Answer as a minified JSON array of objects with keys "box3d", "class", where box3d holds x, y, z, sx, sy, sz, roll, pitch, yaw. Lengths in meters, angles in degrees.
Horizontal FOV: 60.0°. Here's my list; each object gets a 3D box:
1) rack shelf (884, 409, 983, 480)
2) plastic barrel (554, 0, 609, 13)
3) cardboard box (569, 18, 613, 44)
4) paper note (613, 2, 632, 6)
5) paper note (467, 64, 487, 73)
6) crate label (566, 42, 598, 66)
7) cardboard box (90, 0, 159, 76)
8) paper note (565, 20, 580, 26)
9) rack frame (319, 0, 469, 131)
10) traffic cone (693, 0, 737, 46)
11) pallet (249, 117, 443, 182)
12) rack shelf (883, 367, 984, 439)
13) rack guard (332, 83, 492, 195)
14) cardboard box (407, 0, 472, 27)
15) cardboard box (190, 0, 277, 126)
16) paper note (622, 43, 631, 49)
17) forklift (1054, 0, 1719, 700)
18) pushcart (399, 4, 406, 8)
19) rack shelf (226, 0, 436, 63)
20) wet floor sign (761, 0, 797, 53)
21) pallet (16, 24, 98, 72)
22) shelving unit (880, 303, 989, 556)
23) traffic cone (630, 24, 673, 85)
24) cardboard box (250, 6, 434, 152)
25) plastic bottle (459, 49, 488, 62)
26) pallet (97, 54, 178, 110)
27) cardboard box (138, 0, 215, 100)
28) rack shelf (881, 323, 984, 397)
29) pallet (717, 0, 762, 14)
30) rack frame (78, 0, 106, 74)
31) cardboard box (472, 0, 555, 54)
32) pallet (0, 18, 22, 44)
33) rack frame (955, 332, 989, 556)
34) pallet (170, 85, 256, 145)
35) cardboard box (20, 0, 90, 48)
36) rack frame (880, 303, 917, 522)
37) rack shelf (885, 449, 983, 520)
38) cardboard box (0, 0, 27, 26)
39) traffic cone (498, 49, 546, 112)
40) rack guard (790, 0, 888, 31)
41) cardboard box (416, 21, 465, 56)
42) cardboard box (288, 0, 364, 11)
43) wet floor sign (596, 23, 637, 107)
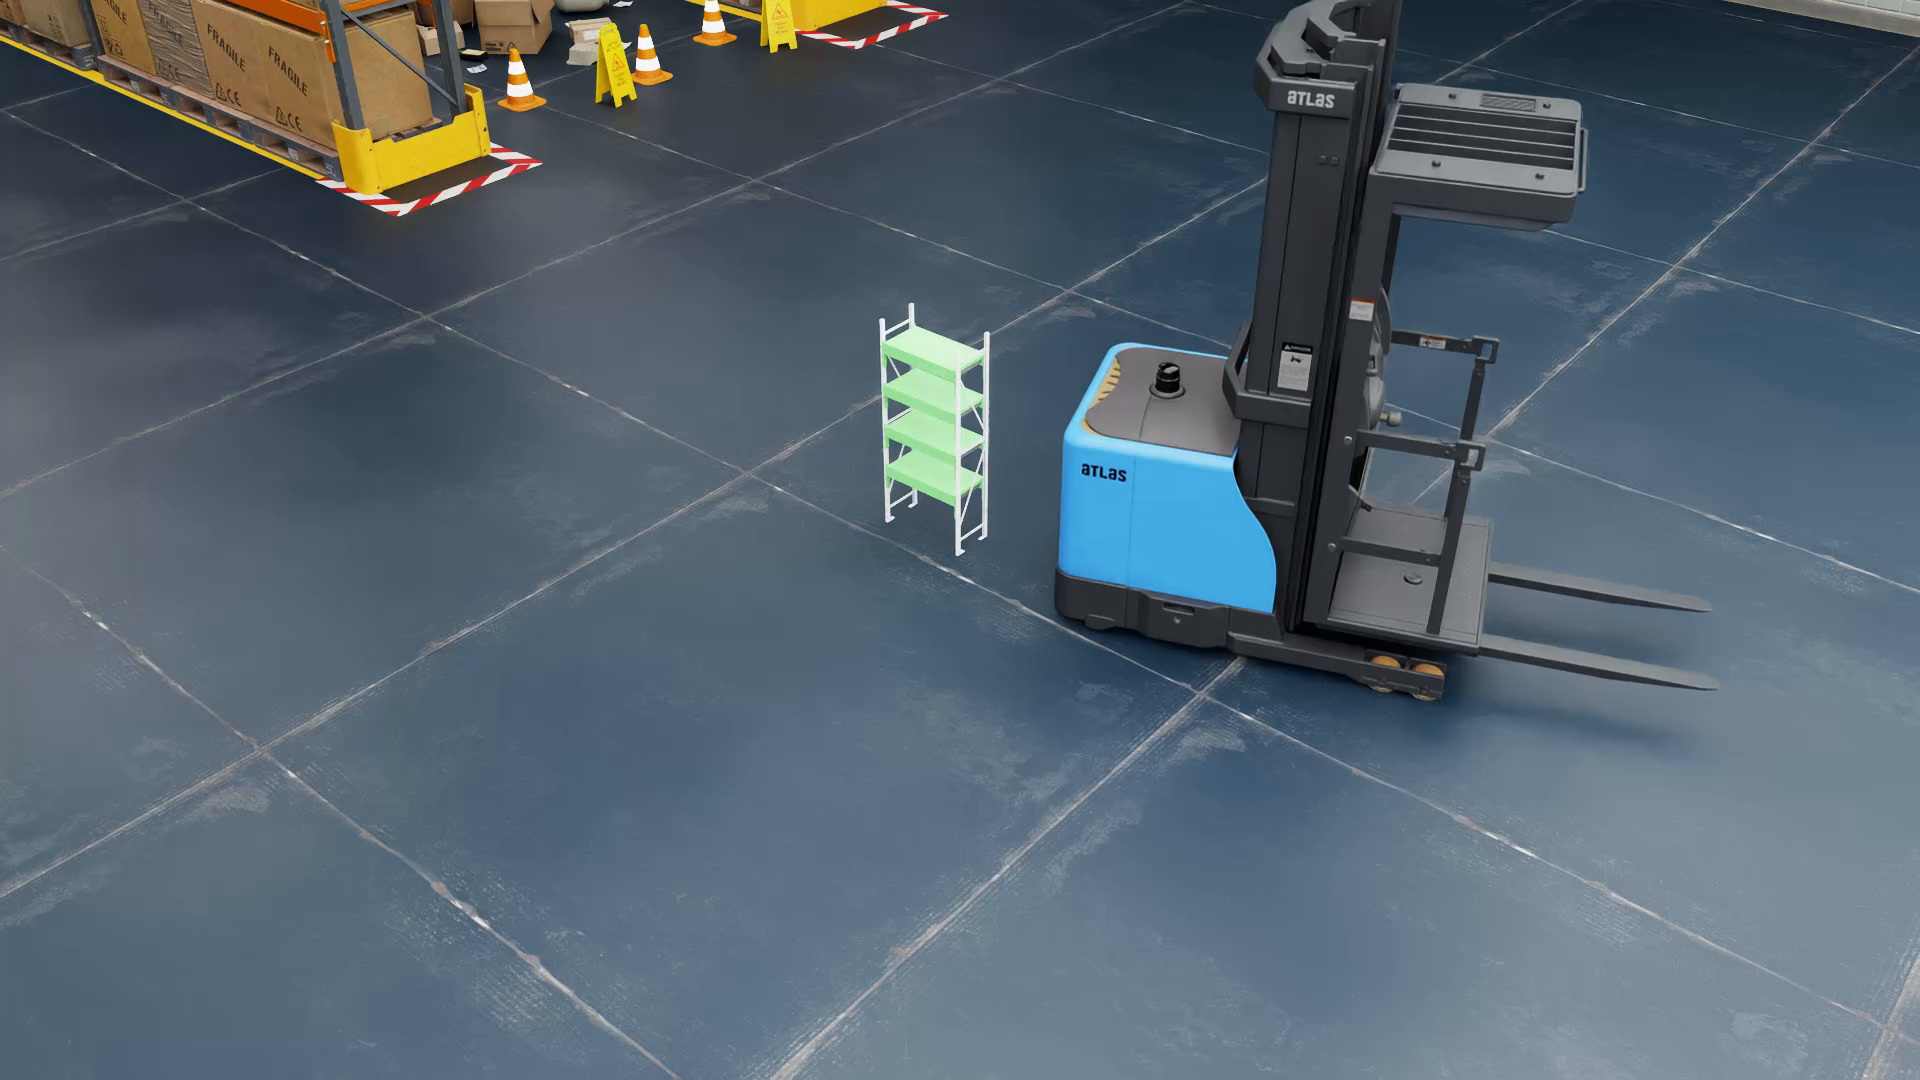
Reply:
[{"box3d":[-0.127,-0.502,8.534,0.480,0.148,0.258,25,42,32],"class":"rack shelf"},{"box3d":[-3.696,-5.364,16.186,0.512,0.421,0.421,-6,35,-8],"class":"plastic barrel"},{"box3d":[-3.439,-4.757,15.545,0.380,0.149,0.250,-12,36,-17],"class":"cardboard box"},{"box3d":[-3.334,-5.311,16.456,0.148,0.019,0.142,12,36,16],"class":"paper note"},{"box3d":[-4.316,-4.213,14.859,0.144,0.017,0.142,-18,38,-25],"class":"paper note"},{"box3d":[-3.389,-4.402,15.039,0.298,0.136,0.250,6,35,8],"class":"crate label"},{"box3d":[-6.865,-4.634,14.354,0.875,0.875,0.875,26,42,32],"class":"cardboard box"},{"box3d":[-3.697,-4.957,15.951,0.148,0.019,0.142,-18,38,-25],"class":"paper note"},{"box3d":[-4.229,-4.146,12.137,0.127,3.000,1.000,25,42,32],"class":"rack frame"},{"box3d":[-2.296,-4.885,15.454,0.334,0.463,0.336,25,42,32],"class":"traffic cone"},{"box3d":[-4.894,-3.252,13.299,1.213,0.211,1.003,25,42,32],"class":"pallet"},{"box3d":[-0.127,-0.700,8.398,0.480,0.148,0.258,25,42,32],"class":"rack shelf"},{"box3d":[-4.211,-3.107,12.832,0.348,0.500,1.175,25,42,32],"class":"rack guard"},{"box3d":[-4.834,-5.233,15.805,0.503,0.637,0.797,25,42,32],"class":"cardboard box"},{"box3d":[-5.470,-3.978,13.398,0.875,0.875,0.875,25,41,31],"class":"cardboard box"},{"box3d":[-3.140,-4.589,15.405,0.142,0.019,0.148,12,36,16],"class":"paper note"},{"box3d":[2.036,-0.807,7.337,3.031,2.935,1.130,10,36,15],"class":"forklift"},{"box3d":[-5.634,-5.694,16.708,0.936,0.377,1.648,12,36,16],"class":"pushcart"},{"box3d":[-5.766,-4.574,13.396,4.000,0.370,1.077,25,42,32],"class":"rack shelf"},{"box3d":[-1.679,-4.831,15.215,0.267,0.644,0.232,-18,38,-25],"class":"wet floor sign"},{"box3d":[-7.945,-4.692,15.396,1.213,0.211,1.003,25,42,32],"class":"pallet"},{"box3d":[-0.127,-0.555,8.498,0.503,1.200,0.258,25,42,32],"class":"shelving unit"},{"box3d":[-2.745,-4.279,14.572,0.334,0.463,0.336,25,42,32],"class":"traffic cone"},{"box3d":[-4.793,-3.660,12.936,0.875,0.875,0.875,26,42,32],"class":"cardboard box"},{"box3d":[-4.448,-4.409,15.116,0.283,0.061,0.133,12,36,16],"class":"plastic bottle"},{"box3d":[-6.769,-4.136,14.586,1.213,0.211,1.003,25,42,32],"class":"pallet"},{"box3d":[-6.170,-4.309,13.880,0.875,0.875,0.875,26,42,32],"class":"cardboard box"},{"box3d":[-0.127,-0.898,8.262,0.480,0.148,0.258,25,42,32],"class":"rack shelf"},{"box3d":[-1.800,-5.524,16.607,1.213,0.211,1.003,25,42,32],"class":"pallet"},{"box3d":[-7.303,-5.595,14.247,0.127,3.000,1.000,25,42,32],"class":"rack frame"},{"box3d":[-4.110,-4.842,15.356,0.637,0.503,0.797,0,34,0],"class":"cardboard box"},{"box3d":[-8.887,-5.134,16.039,1.213,0.211,1.003,25,42,32],"class":"pallet"},{"box3d":[0.060,-0.466,8.369,0.015,1.200,0.240,25,42,32],"class":"rack frame"},{"box3d":[-5.827,-3.694,13.942,1.213,0.211,1.003,25,42,32],"class":"pallet"},{"box3d":[-7.838,-5.026,15.035,0.750,0.750,1.050,25,42,32],"class":"cardboard box"},{"box3d":[-0.315,-0.643,8.626,0.015,1.200,0.240,25,42,32],"class":"rack frame"},{"box3d":[-0.127,-0.304,8.670,0.480,0.148,0.258,25,42,32],"class":"rack shelf"},{"box3d":[-8.577,-5.377,15.547,0.750,0.750,1.050,25,42,32],"class":"cardboard box"},{"box3d":[-3.729,-3.910,14.035,0.334,0.463,0.336,25,42,32],"class":"traffic cone"},{"box3d":[-1.198,-5.333,16.074,0.348,0.500,1.175,25,42,32],"class":"rack guard"},{"box3d":[-4.804,-4.646,15.281,0.396,0.266,0.258,-26,42,-32],"class":"cardboard box"},{"box3d":[-4.544,-4.322,12.262,0.550,0.550,0.875,25,42,32],"class":"cardboard box"},{"box3d":[-2.940,-4.026,14.043,0.232,0.644,0.267,18,38,24],"class":"wet floor sign"}]
